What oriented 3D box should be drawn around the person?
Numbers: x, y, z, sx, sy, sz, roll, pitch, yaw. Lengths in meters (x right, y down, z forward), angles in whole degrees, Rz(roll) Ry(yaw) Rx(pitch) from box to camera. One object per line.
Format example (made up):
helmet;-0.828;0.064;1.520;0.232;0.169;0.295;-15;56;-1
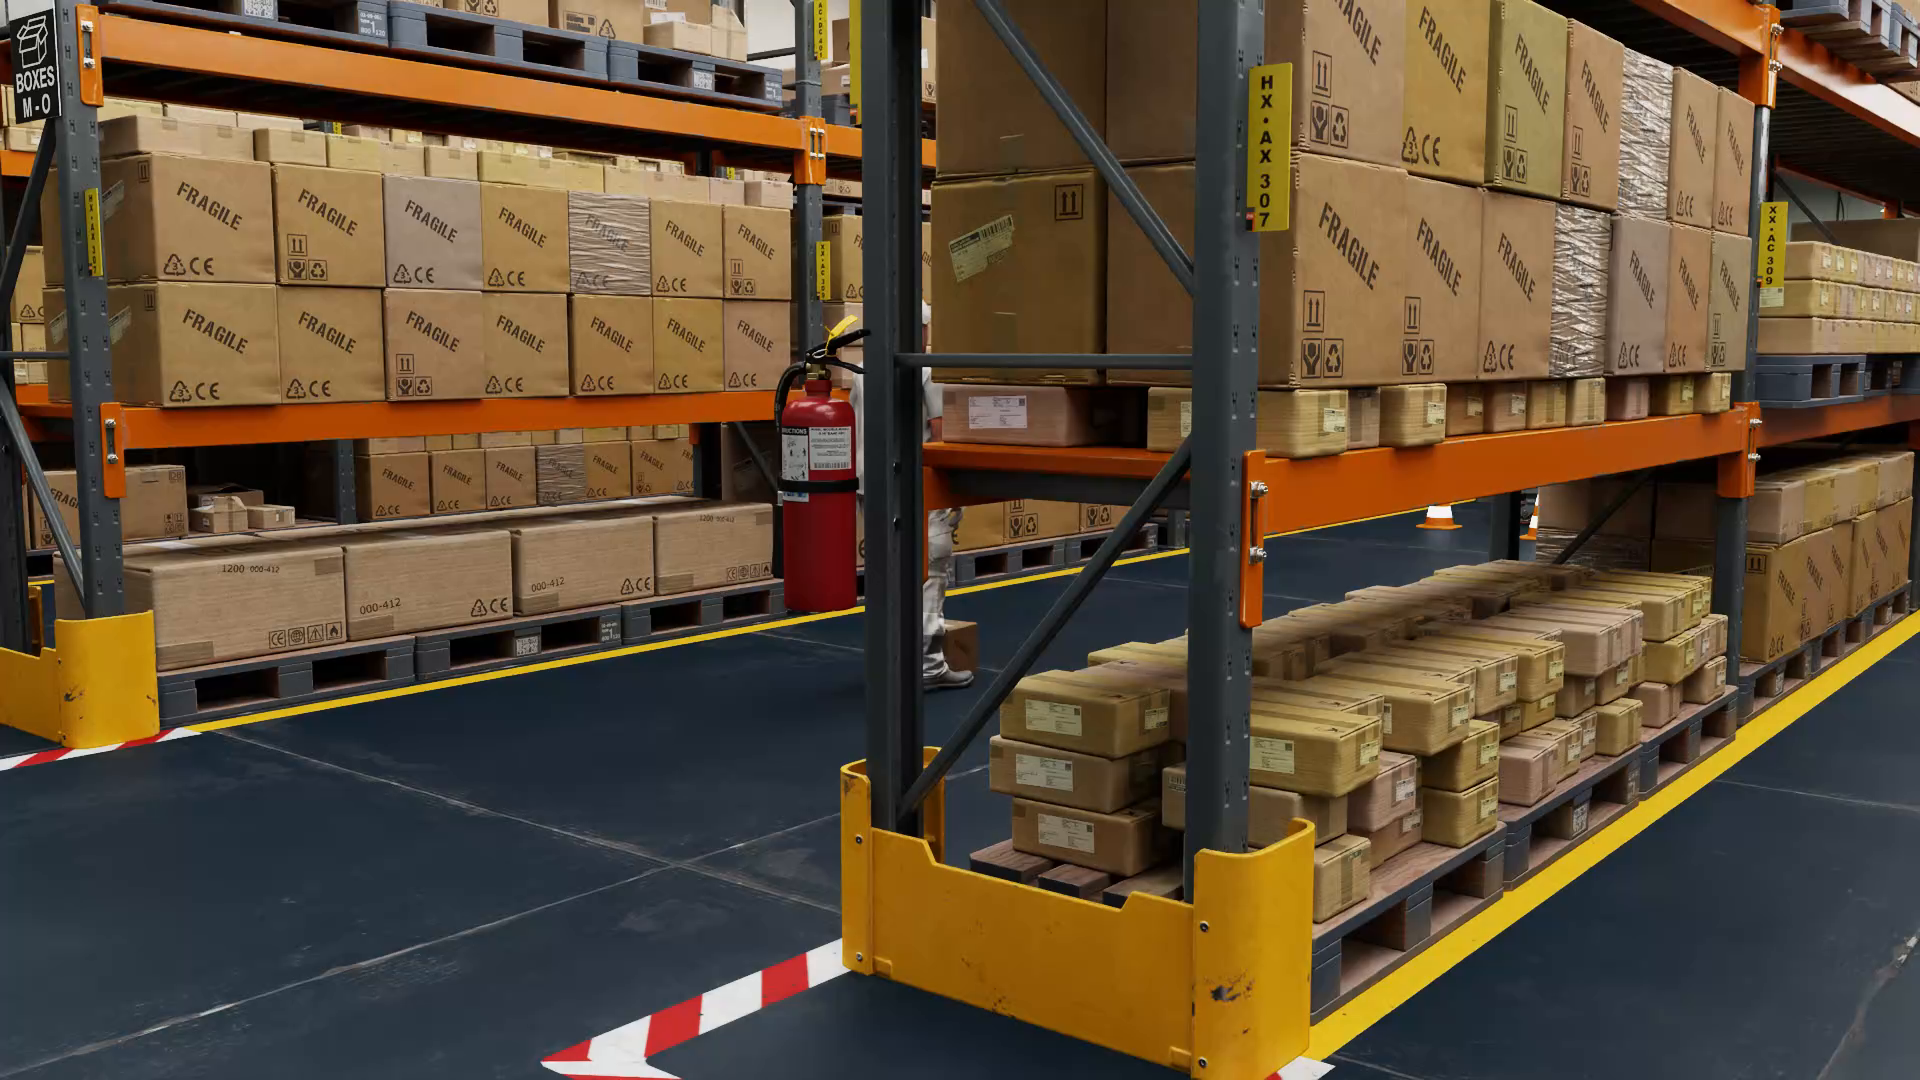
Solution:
person;-0.245;-0.220;7.571;0.615;1.778;0.453;5;8;35
